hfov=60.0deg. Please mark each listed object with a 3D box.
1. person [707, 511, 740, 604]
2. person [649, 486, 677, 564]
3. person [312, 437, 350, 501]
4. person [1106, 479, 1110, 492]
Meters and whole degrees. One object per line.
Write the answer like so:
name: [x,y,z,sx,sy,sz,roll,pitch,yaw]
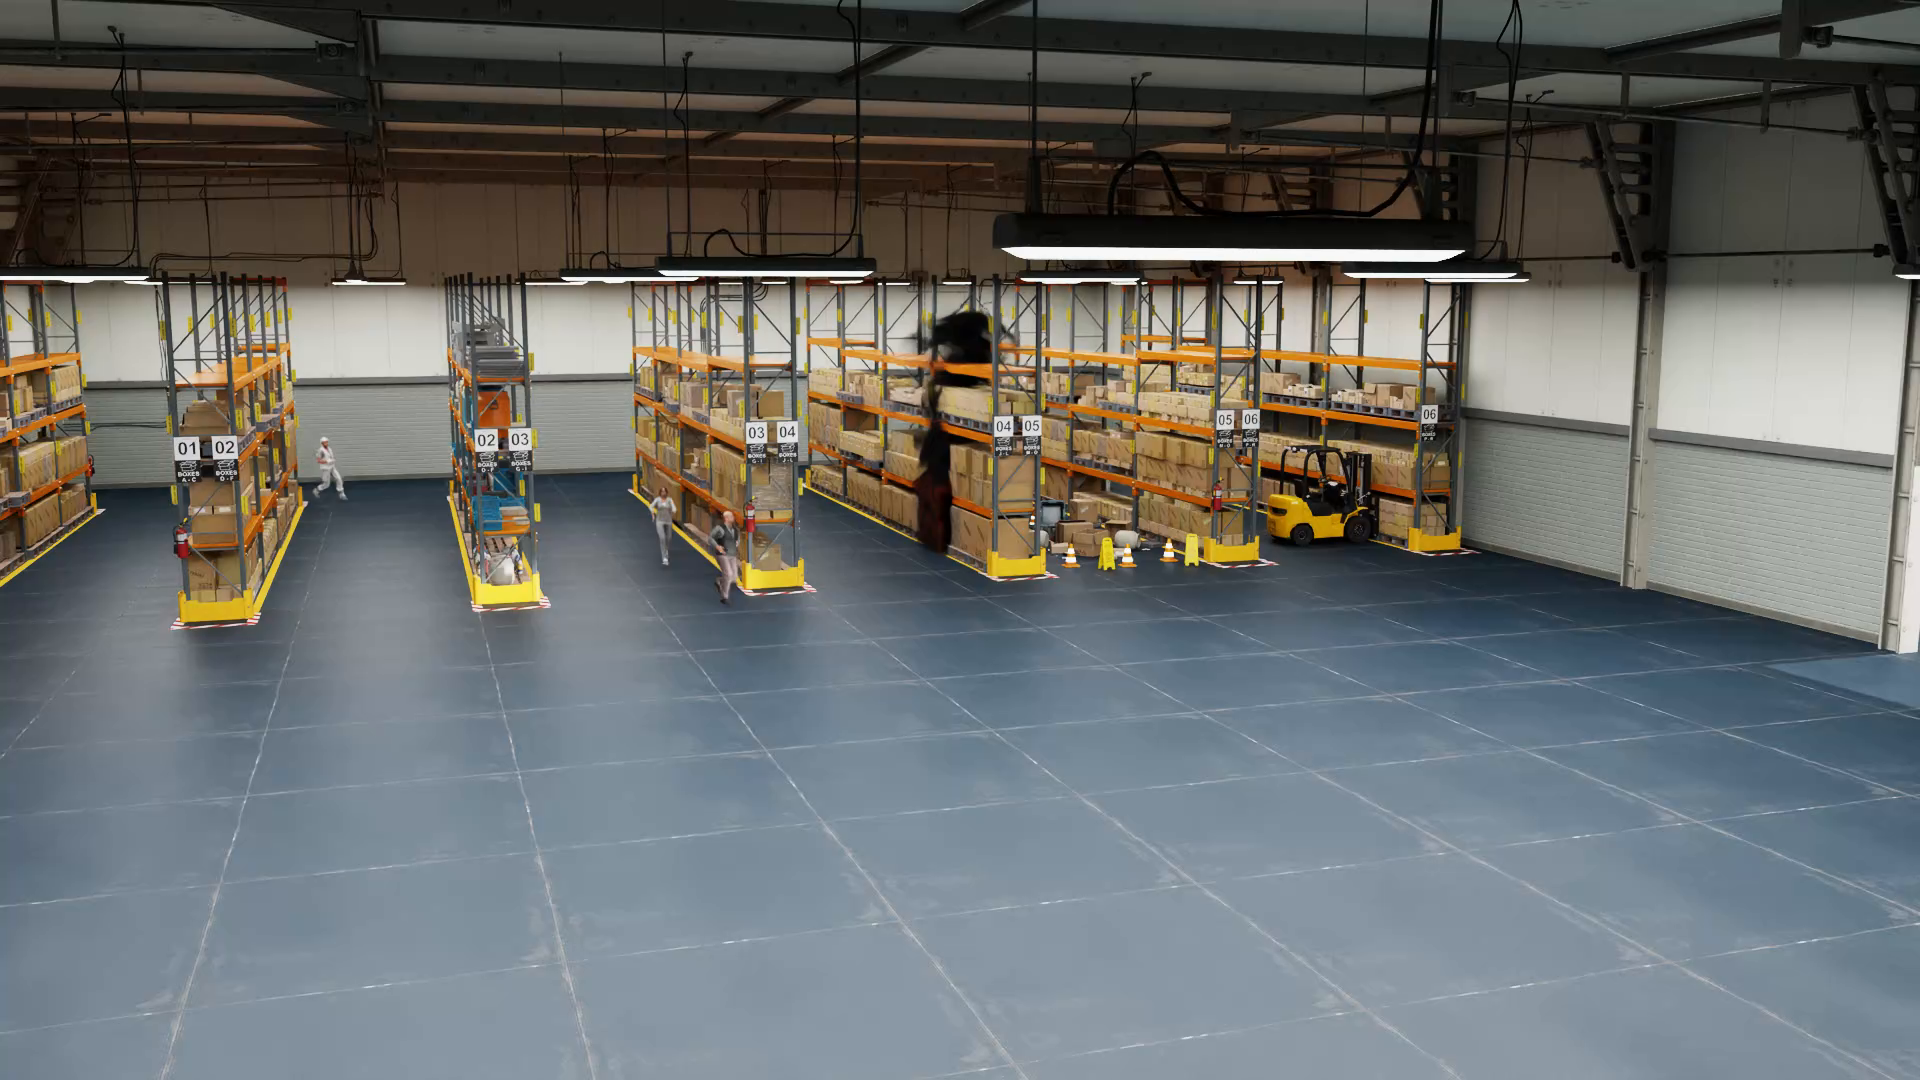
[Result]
person: [-4.312,0.303,30.723,0.767,1.673,0.688,7,11,39]
person: [-6.202,-0.335,34.858,0.531,1.594,0.869,-3,9,-21]
person: [-17.103,-1.903,44.920,0.937,1.762,0.686,2,9,15]
person: [3.977,-2.053,45.812,0.655,1.807,0.729,-4,9,-23]
